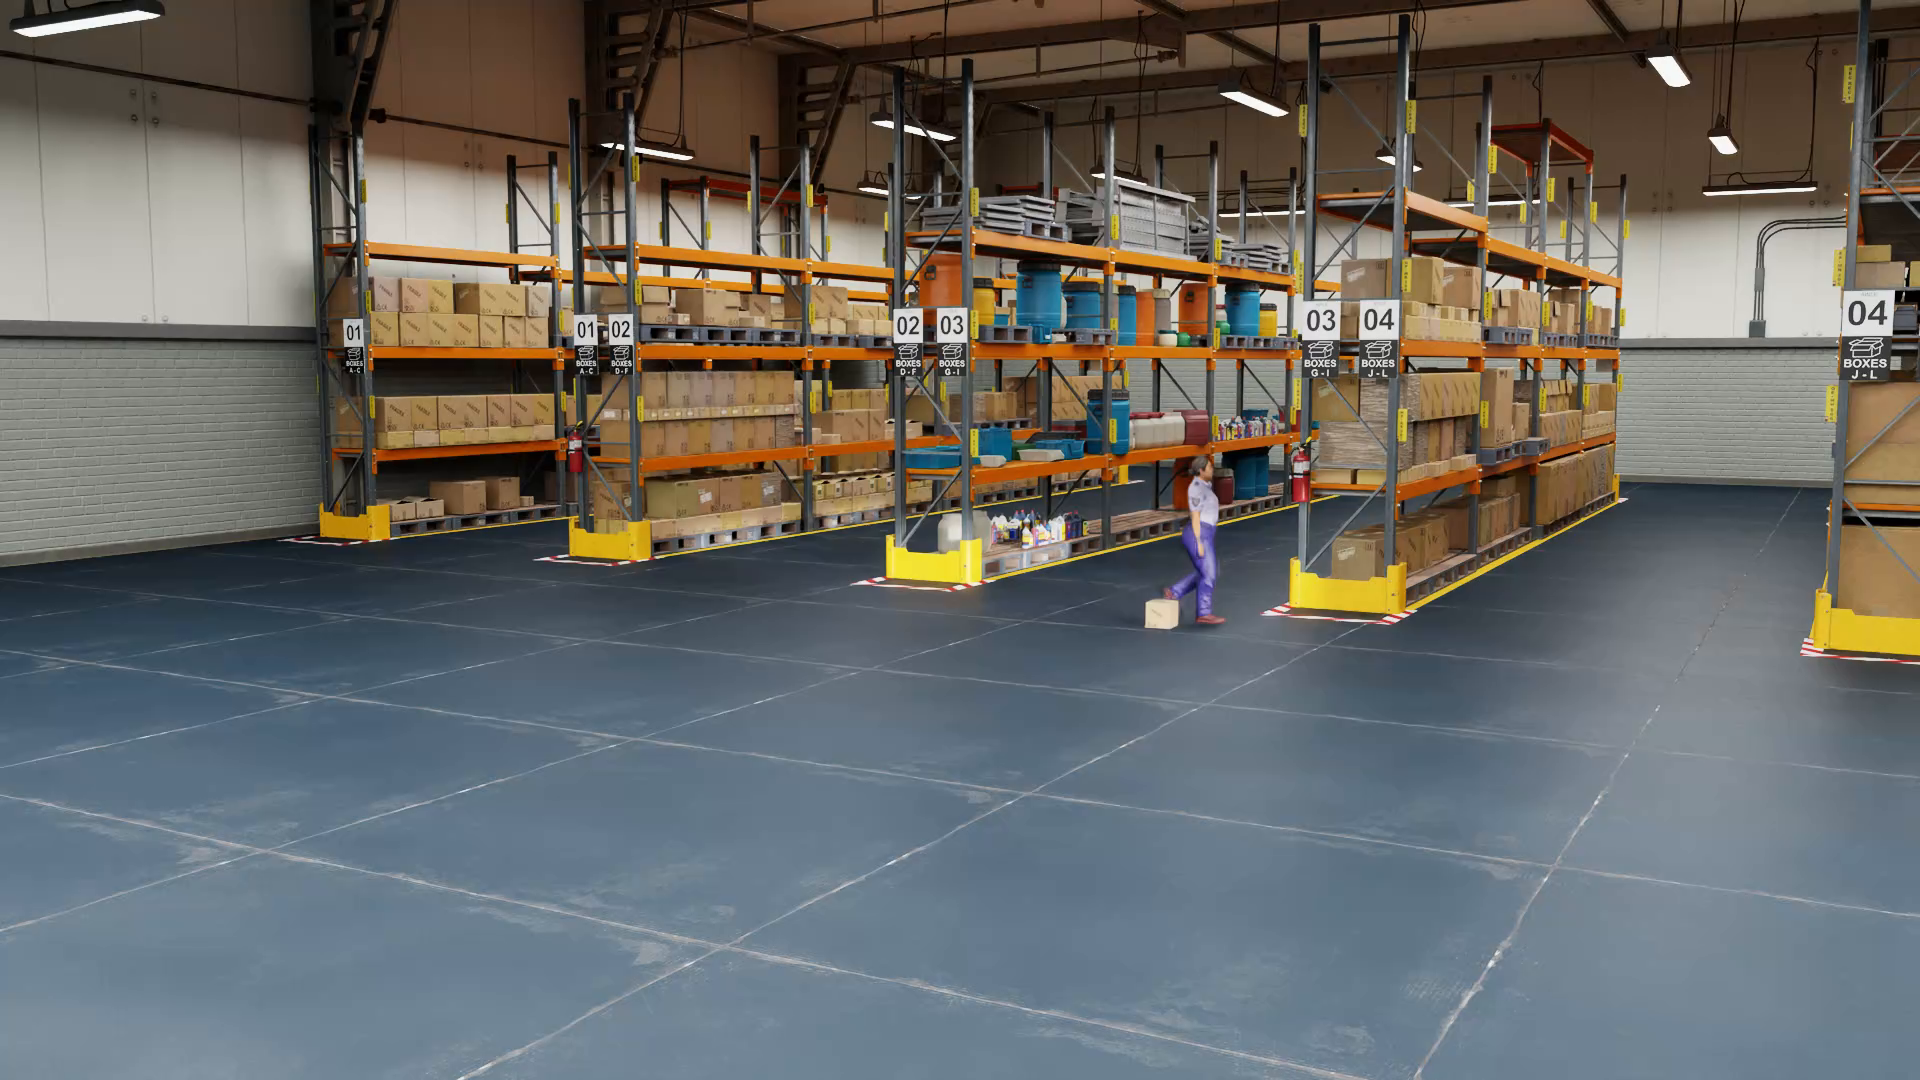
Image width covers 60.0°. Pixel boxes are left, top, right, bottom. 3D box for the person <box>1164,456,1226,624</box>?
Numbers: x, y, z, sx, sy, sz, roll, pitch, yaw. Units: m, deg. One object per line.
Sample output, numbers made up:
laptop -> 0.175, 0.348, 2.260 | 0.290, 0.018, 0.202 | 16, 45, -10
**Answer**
person -> 2.318, -0.011, 16.370 | 0.642, 1.622, 0.496 | 2, 6, 16
